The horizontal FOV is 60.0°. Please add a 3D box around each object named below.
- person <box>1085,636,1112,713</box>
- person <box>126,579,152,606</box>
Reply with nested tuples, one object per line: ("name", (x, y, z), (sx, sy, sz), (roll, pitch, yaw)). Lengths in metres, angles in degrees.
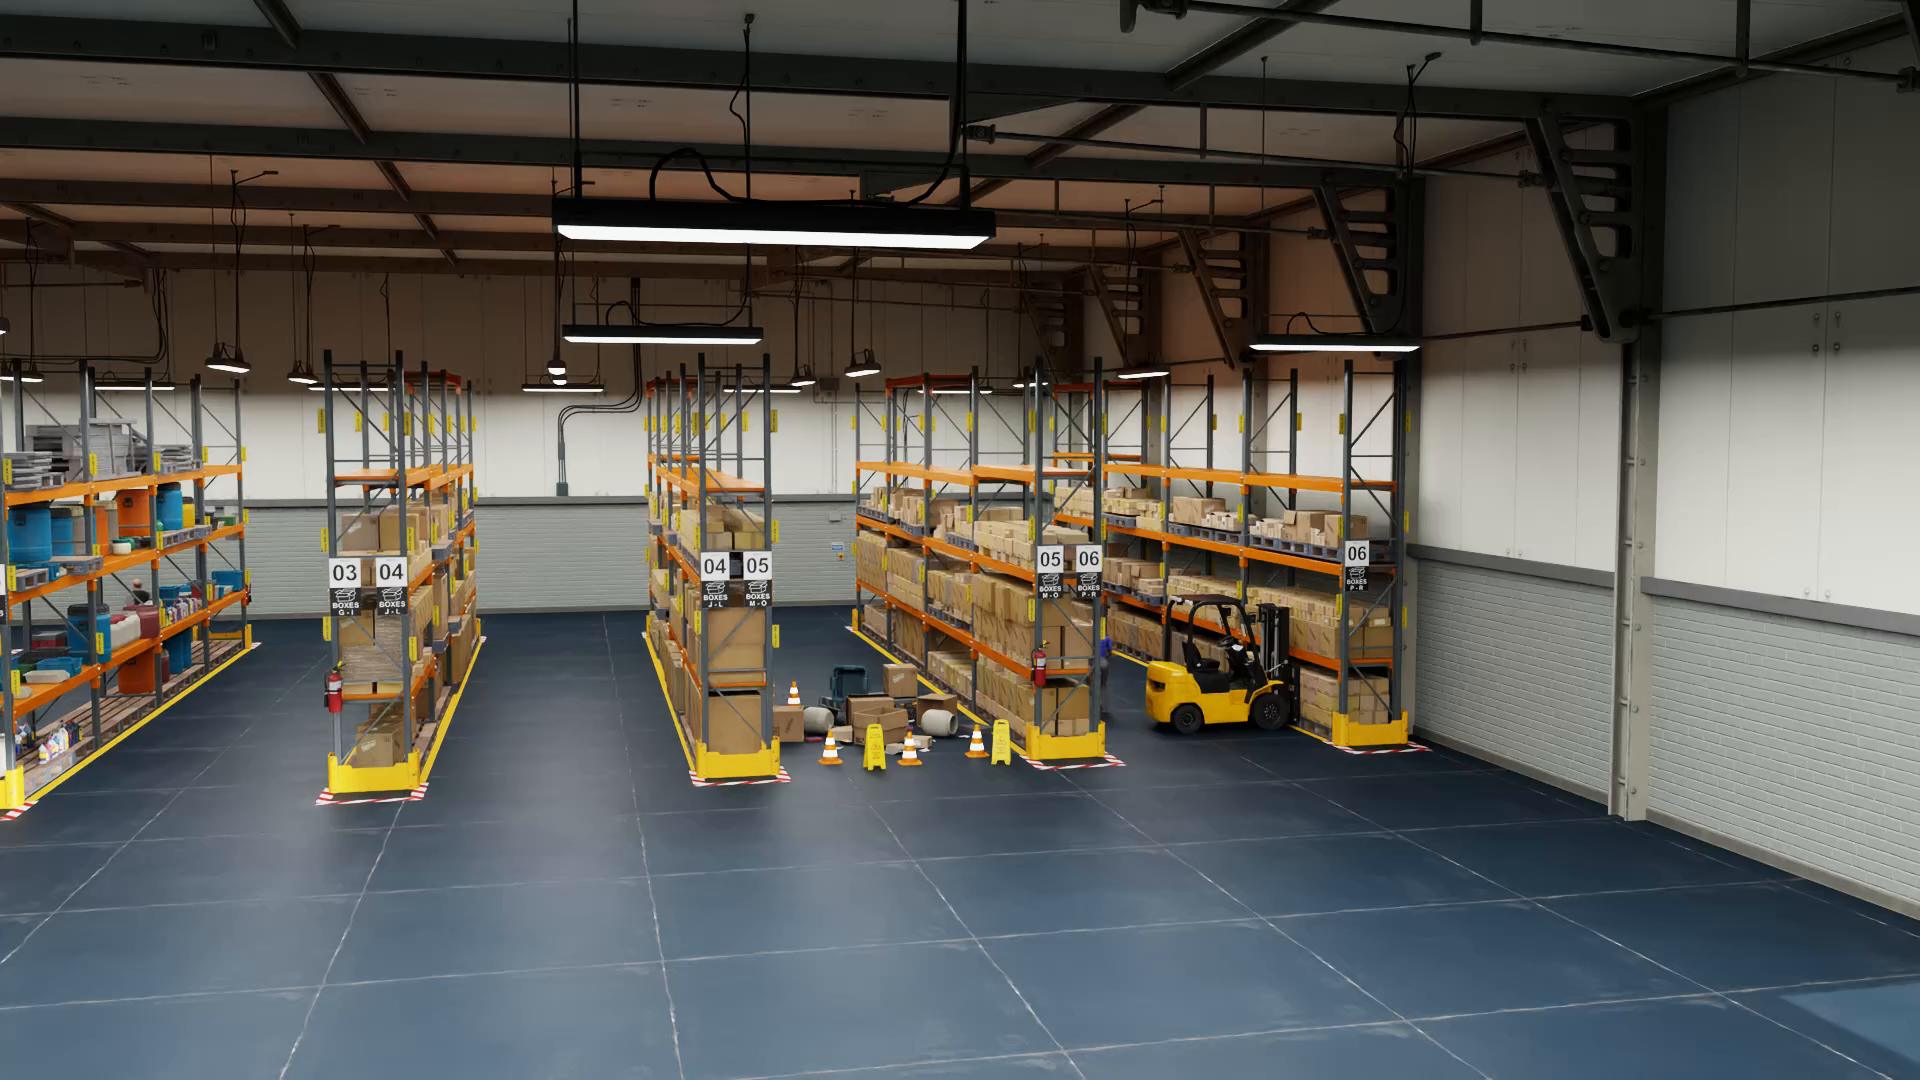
("person", (2.401, 2.219, 29.110), (0.551, 1.534, 0.731), (-1, 4, -10))
("person", (-17.462, 1.694, 35.280), (0.608, 1.730, 0.616), (4, 6, 44))
